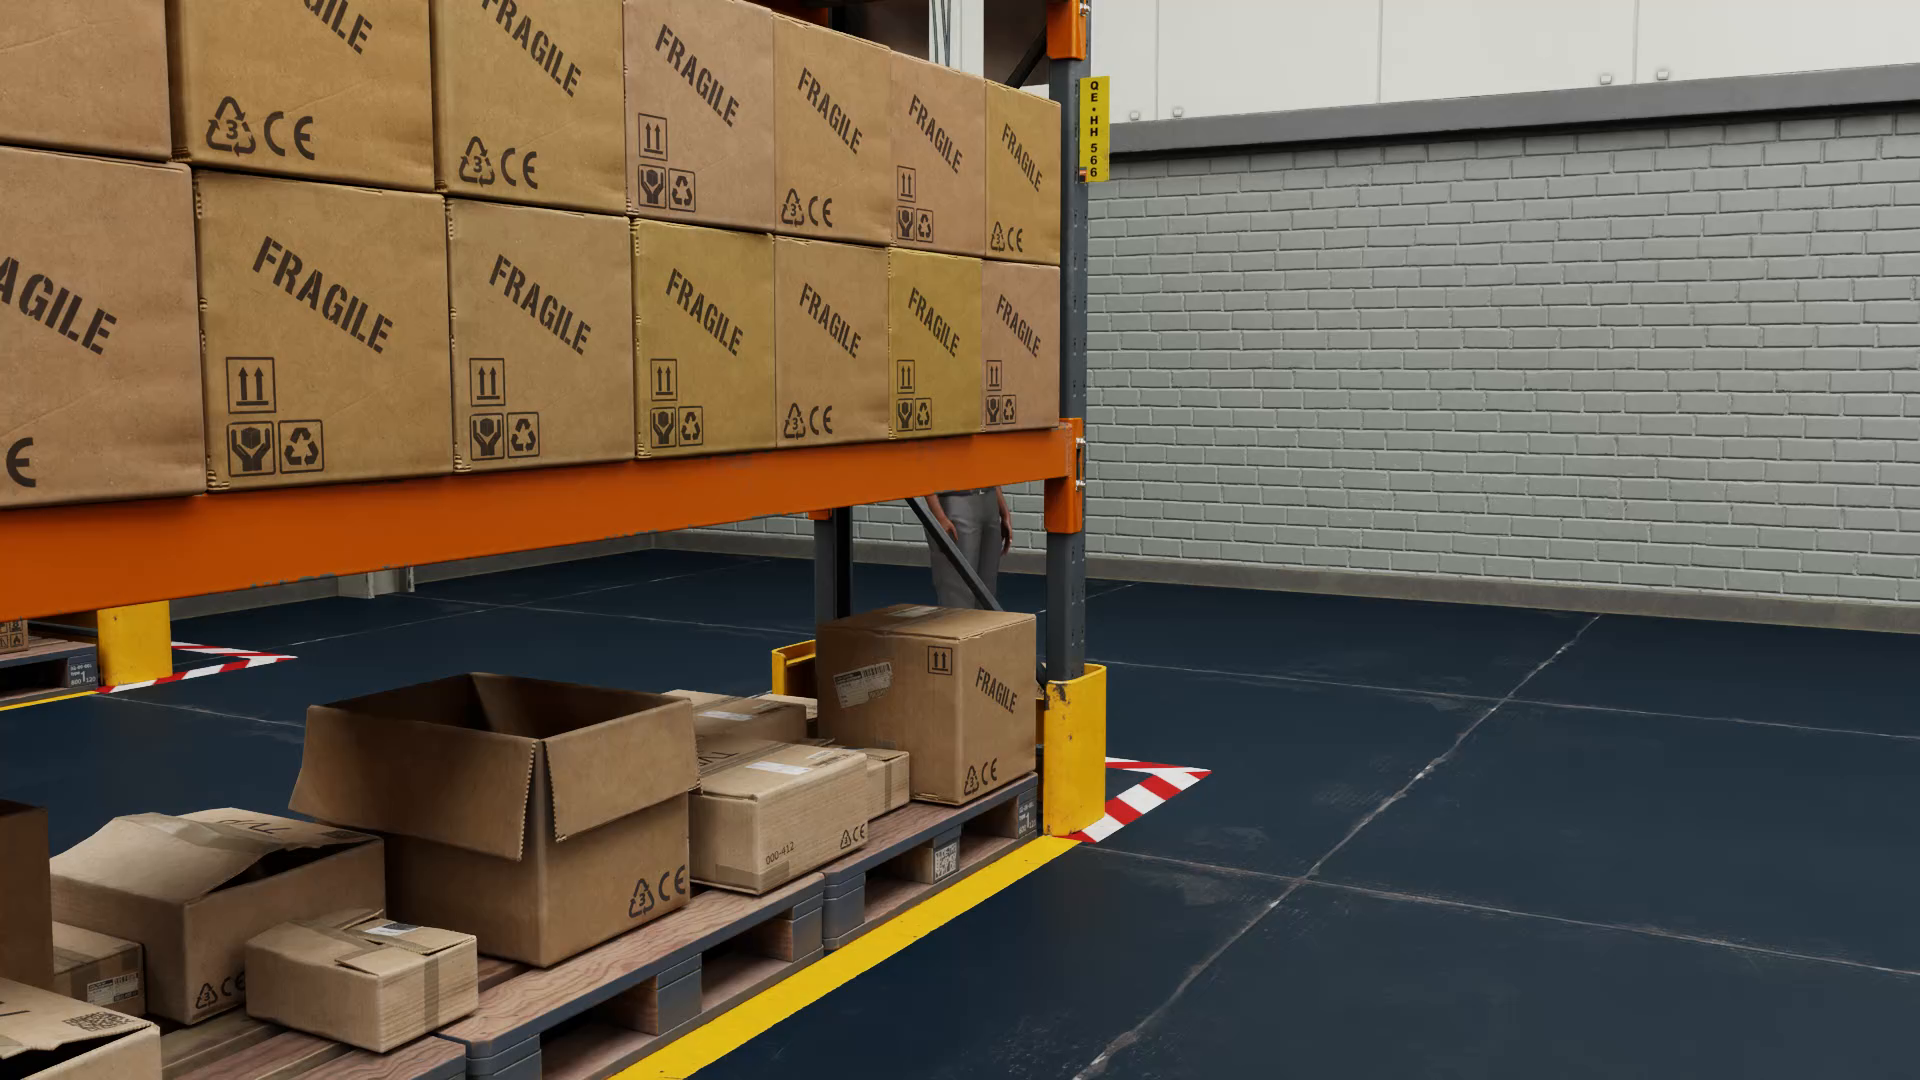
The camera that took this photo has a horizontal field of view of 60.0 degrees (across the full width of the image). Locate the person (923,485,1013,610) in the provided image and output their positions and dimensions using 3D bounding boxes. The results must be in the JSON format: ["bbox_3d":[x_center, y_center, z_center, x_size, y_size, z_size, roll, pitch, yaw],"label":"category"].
[{"bbox_3d":[0.079,-0.058,6.916,0.504,1.643,0.568,4,7,34],"label":"person"}]
